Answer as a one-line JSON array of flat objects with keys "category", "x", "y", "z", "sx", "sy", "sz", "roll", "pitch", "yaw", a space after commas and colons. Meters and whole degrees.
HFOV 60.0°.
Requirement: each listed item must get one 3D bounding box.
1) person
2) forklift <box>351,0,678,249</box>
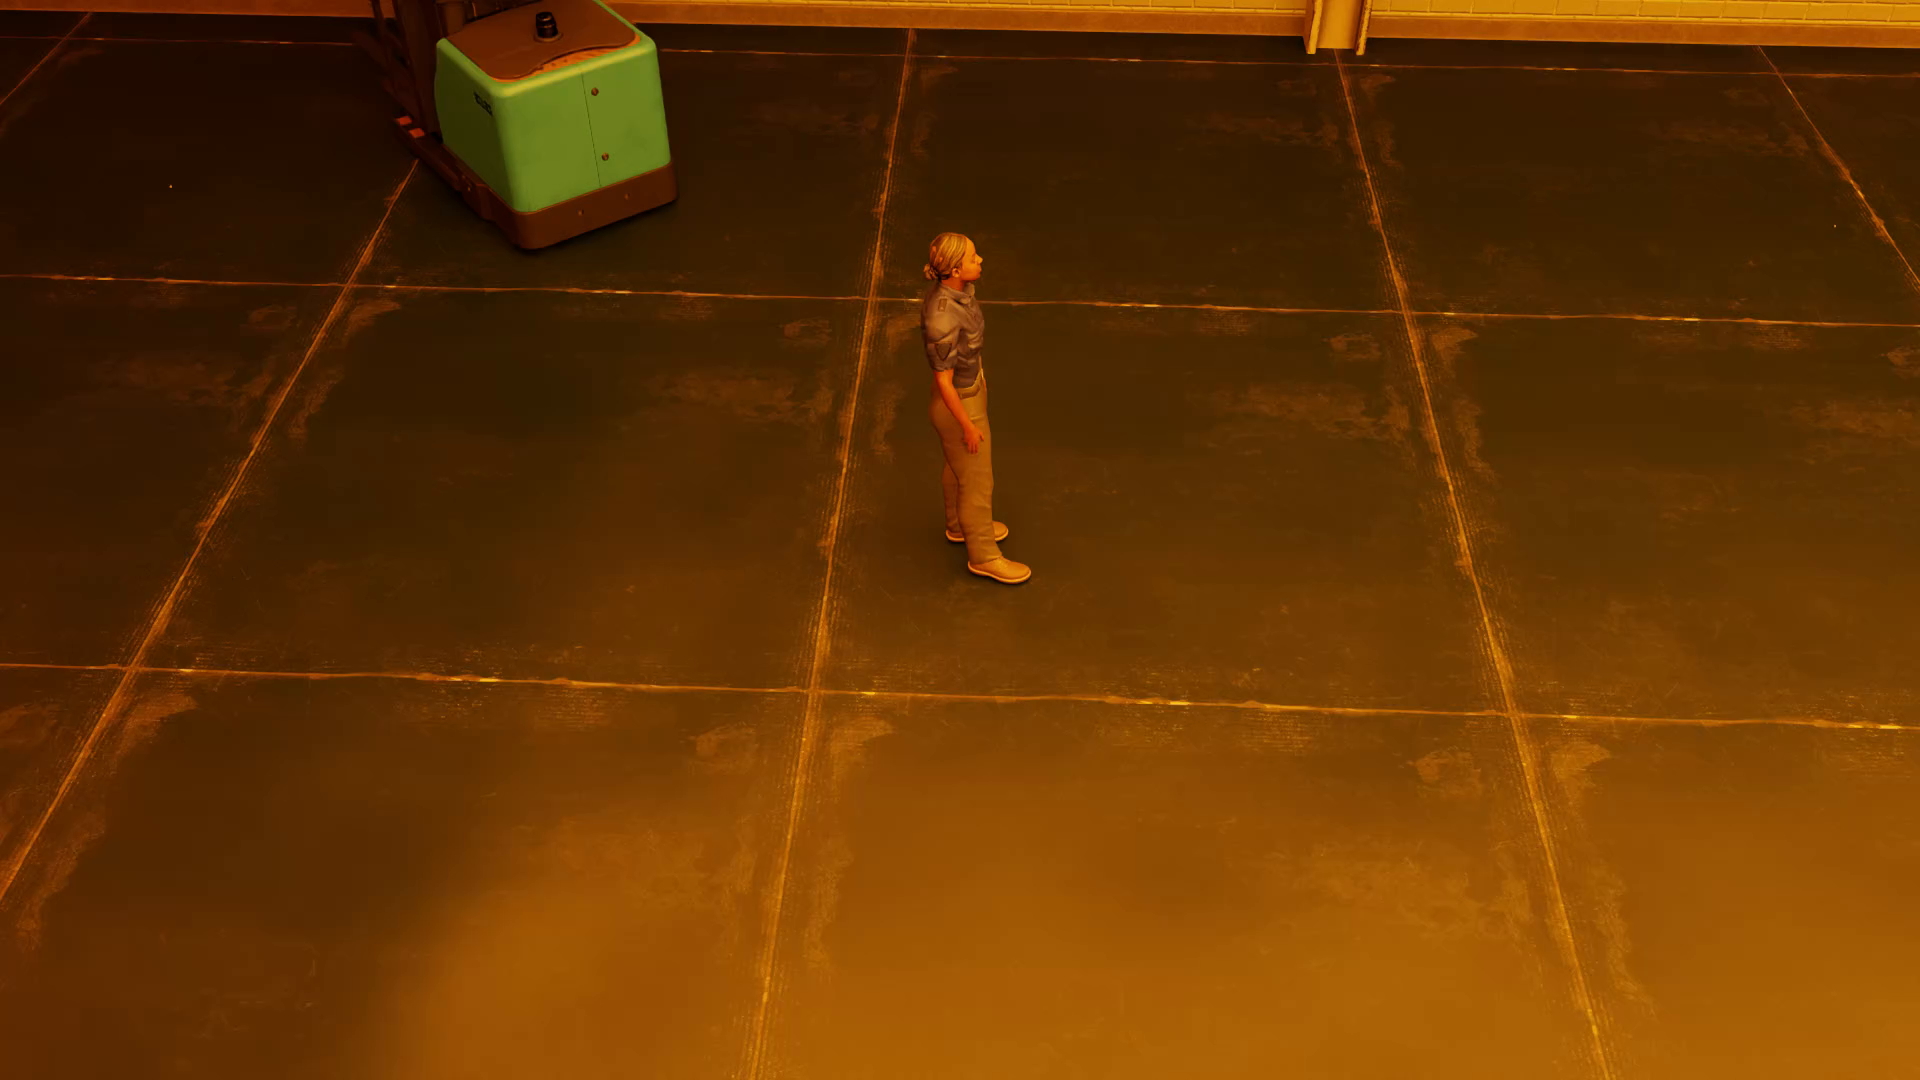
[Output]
[{"category": "person", "x": 0.087, "y": -0.601, "z": 7.335, "sx": 0.503, "sy": 1.656, "sz": 0.569, "roll": 2, "pitch": 42, "yaw": 2}, {"category": "forklift", "x": -2.999, "y": -3.715, "z": 9.812, "sx": 1.130, "sy": 2.935, "sz": 3.031, "roll": -27, "pitch": 49, "yaw": -26}]
